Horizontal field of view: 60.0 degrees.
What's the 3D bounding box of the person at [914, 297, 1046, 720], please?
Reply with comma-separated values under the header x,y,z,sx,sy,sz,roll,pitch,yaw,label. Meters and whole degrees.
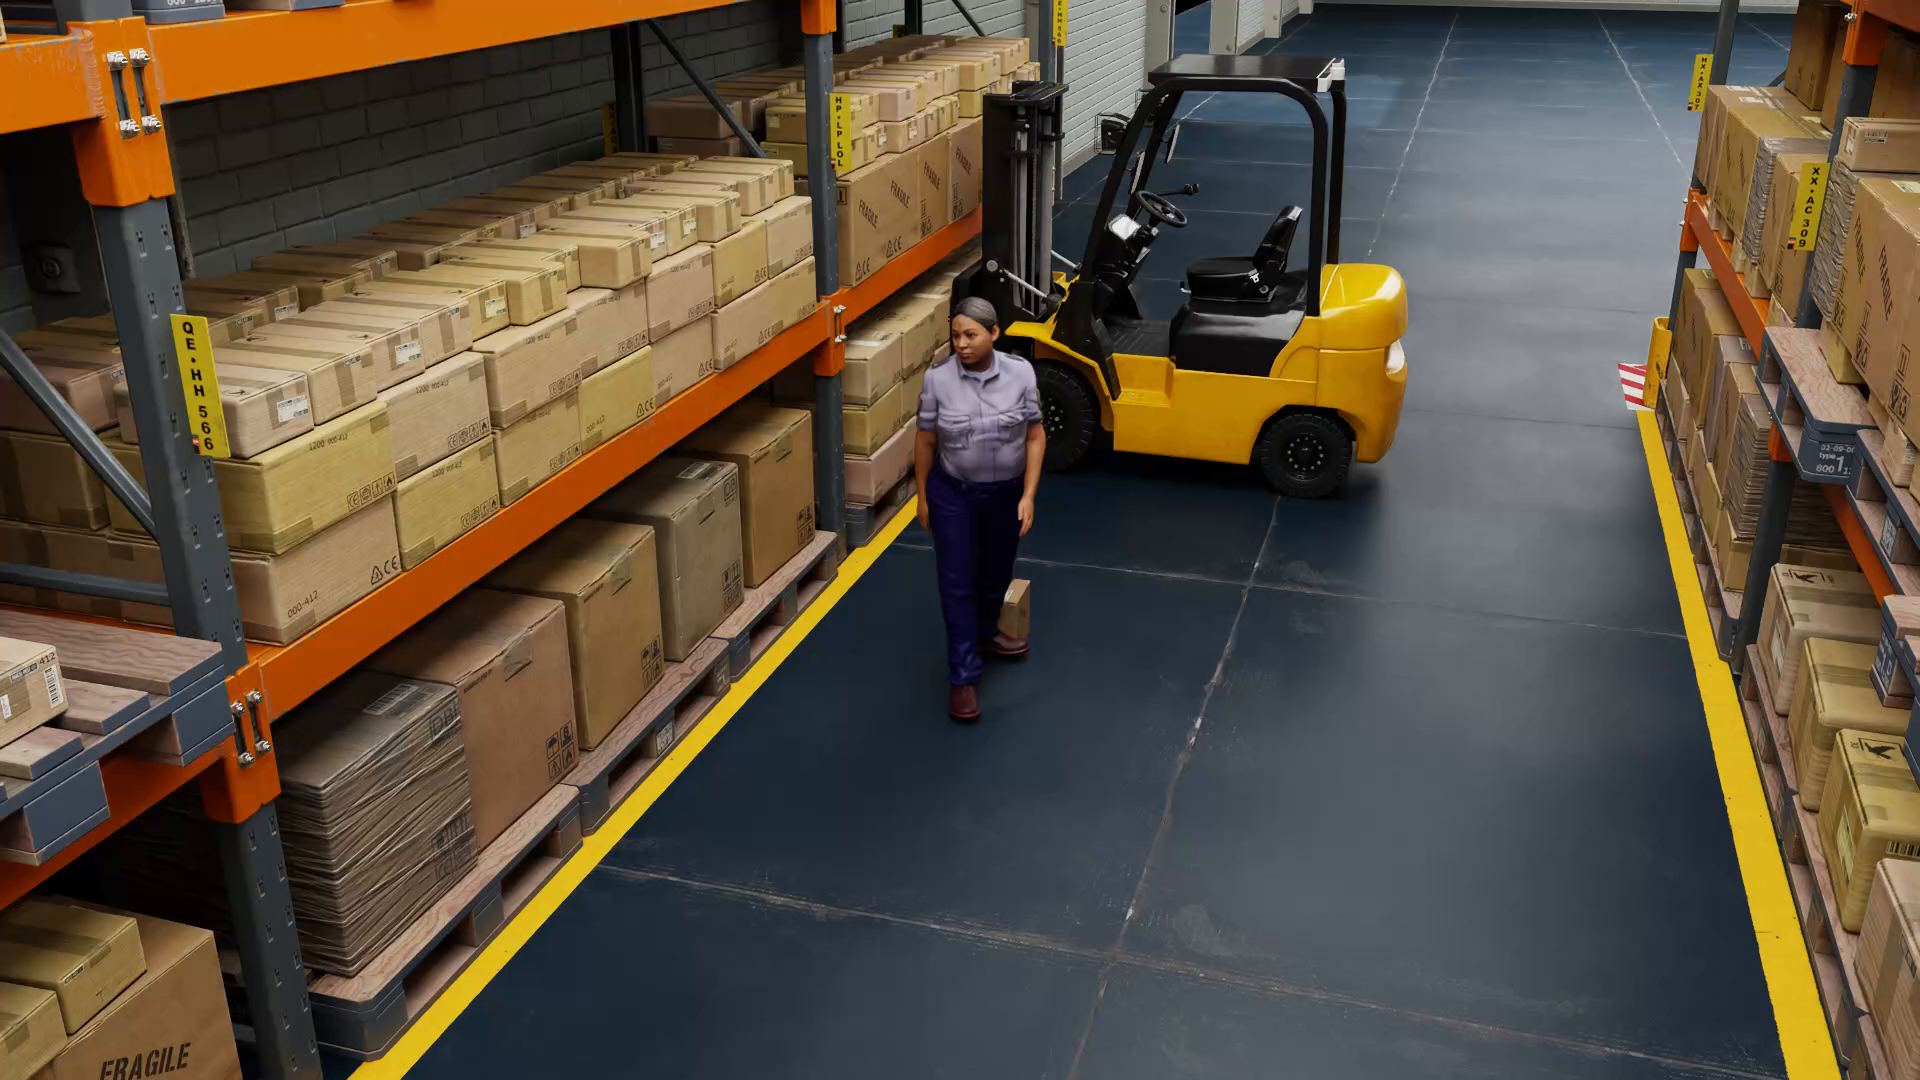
x,y,z,sx,sy,sz,roll,pitch,yaw,label
0.079,-0.173,6.525,0.511,1.630,0.696,-4,22,-11,person
